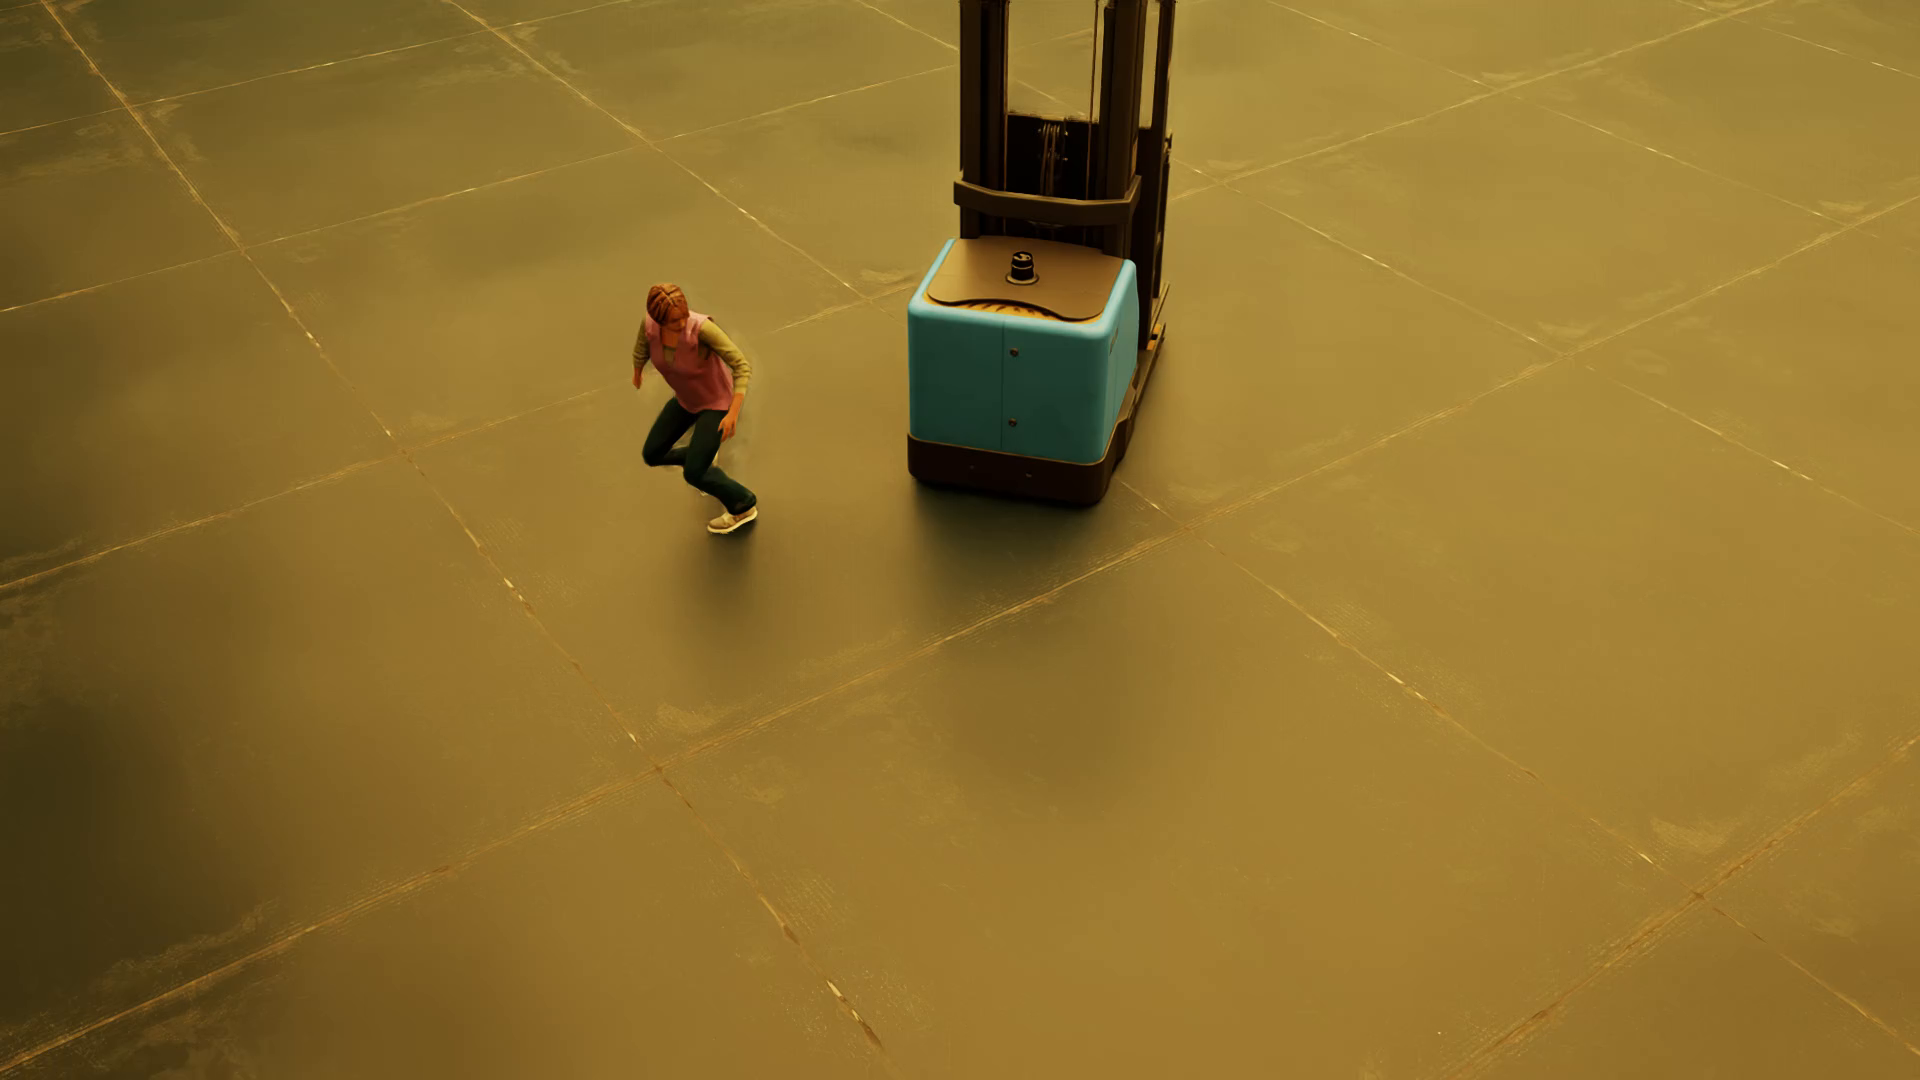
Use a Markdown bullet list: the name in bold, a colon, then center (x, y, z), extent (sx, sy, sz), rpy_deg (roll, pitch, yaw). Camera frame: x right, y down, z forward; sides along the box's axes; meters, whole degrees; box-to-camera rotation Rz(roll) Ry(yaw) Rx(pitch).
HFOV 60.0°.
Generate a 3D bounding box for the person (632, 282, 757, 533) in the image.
- **person**: center (-1.326, -0.698, 8.181), extent (0.822, 1.430, 0.477), rpy_deg (22, 42, 27)

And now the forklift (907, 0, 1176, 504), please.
- **forklift**: center (0.601, -2.242, 8.977), extent (1.130, 2.935, 3.031), rpy_deg (9, 37, 12)
